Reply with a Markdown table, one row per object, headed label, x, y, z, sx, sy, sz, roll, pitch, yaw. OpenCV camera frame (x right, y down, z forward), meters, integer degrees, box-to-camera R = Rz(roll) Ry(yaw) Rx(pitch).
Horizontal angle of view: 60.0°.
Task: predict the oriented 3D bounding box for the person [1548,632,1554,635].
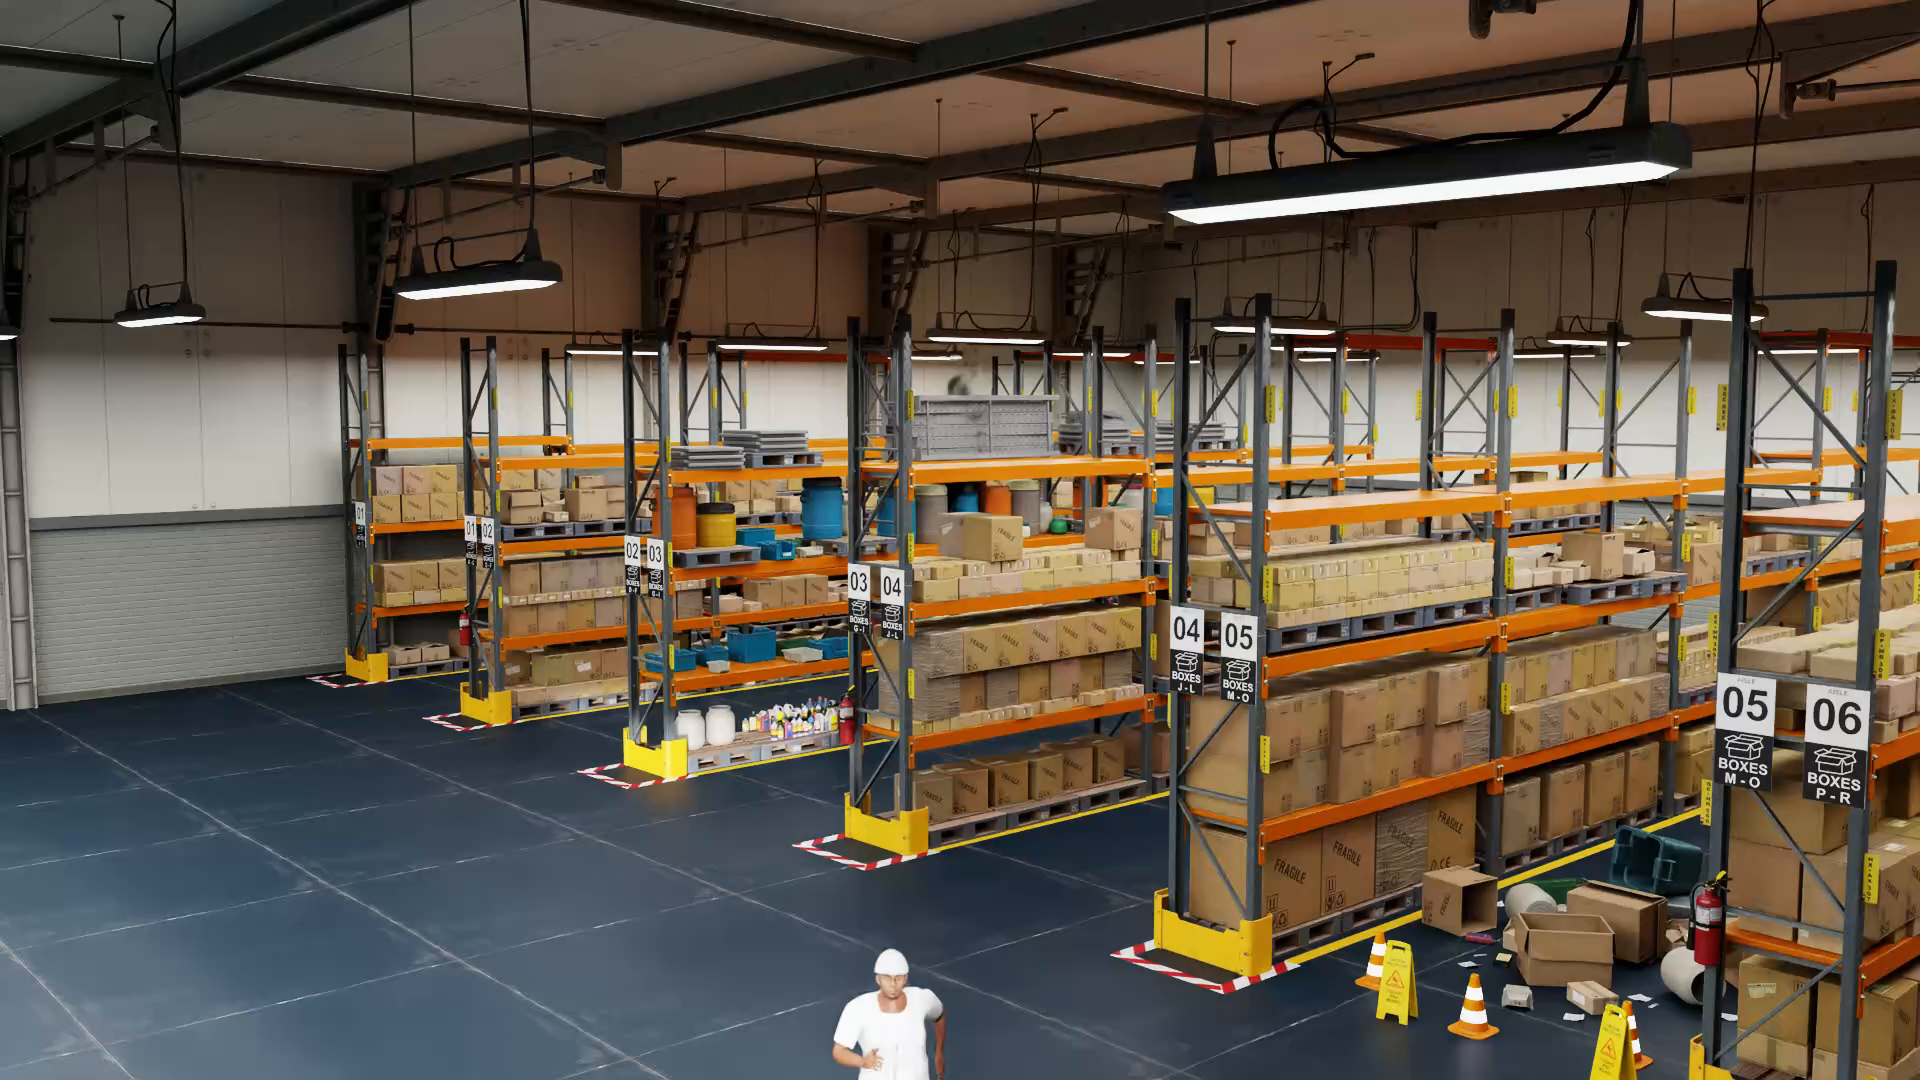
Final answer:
| label | x | y | z | sx | sy | sz | roll | pitch | yaw |
| --- | --- | --- | --- | --- | --- | --- | --- | --- | --- |
| person | 8.421 | 2.182 | 23.708 | 0.656 | 1.722 | 0.603 | 4 | 7 | 39 |

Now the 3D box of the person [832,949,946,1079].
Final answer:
| label | x | y | z | sx | sy | sz | roll | pitch | yaw |
| --- | --- | --- | --- | --- | --- | --- | --- | --- | --- |
| person | -0.423 | 3.368 | 10.115 | 0.703 | 1.823 | 0.833 | 0 | 5 | -4 |
